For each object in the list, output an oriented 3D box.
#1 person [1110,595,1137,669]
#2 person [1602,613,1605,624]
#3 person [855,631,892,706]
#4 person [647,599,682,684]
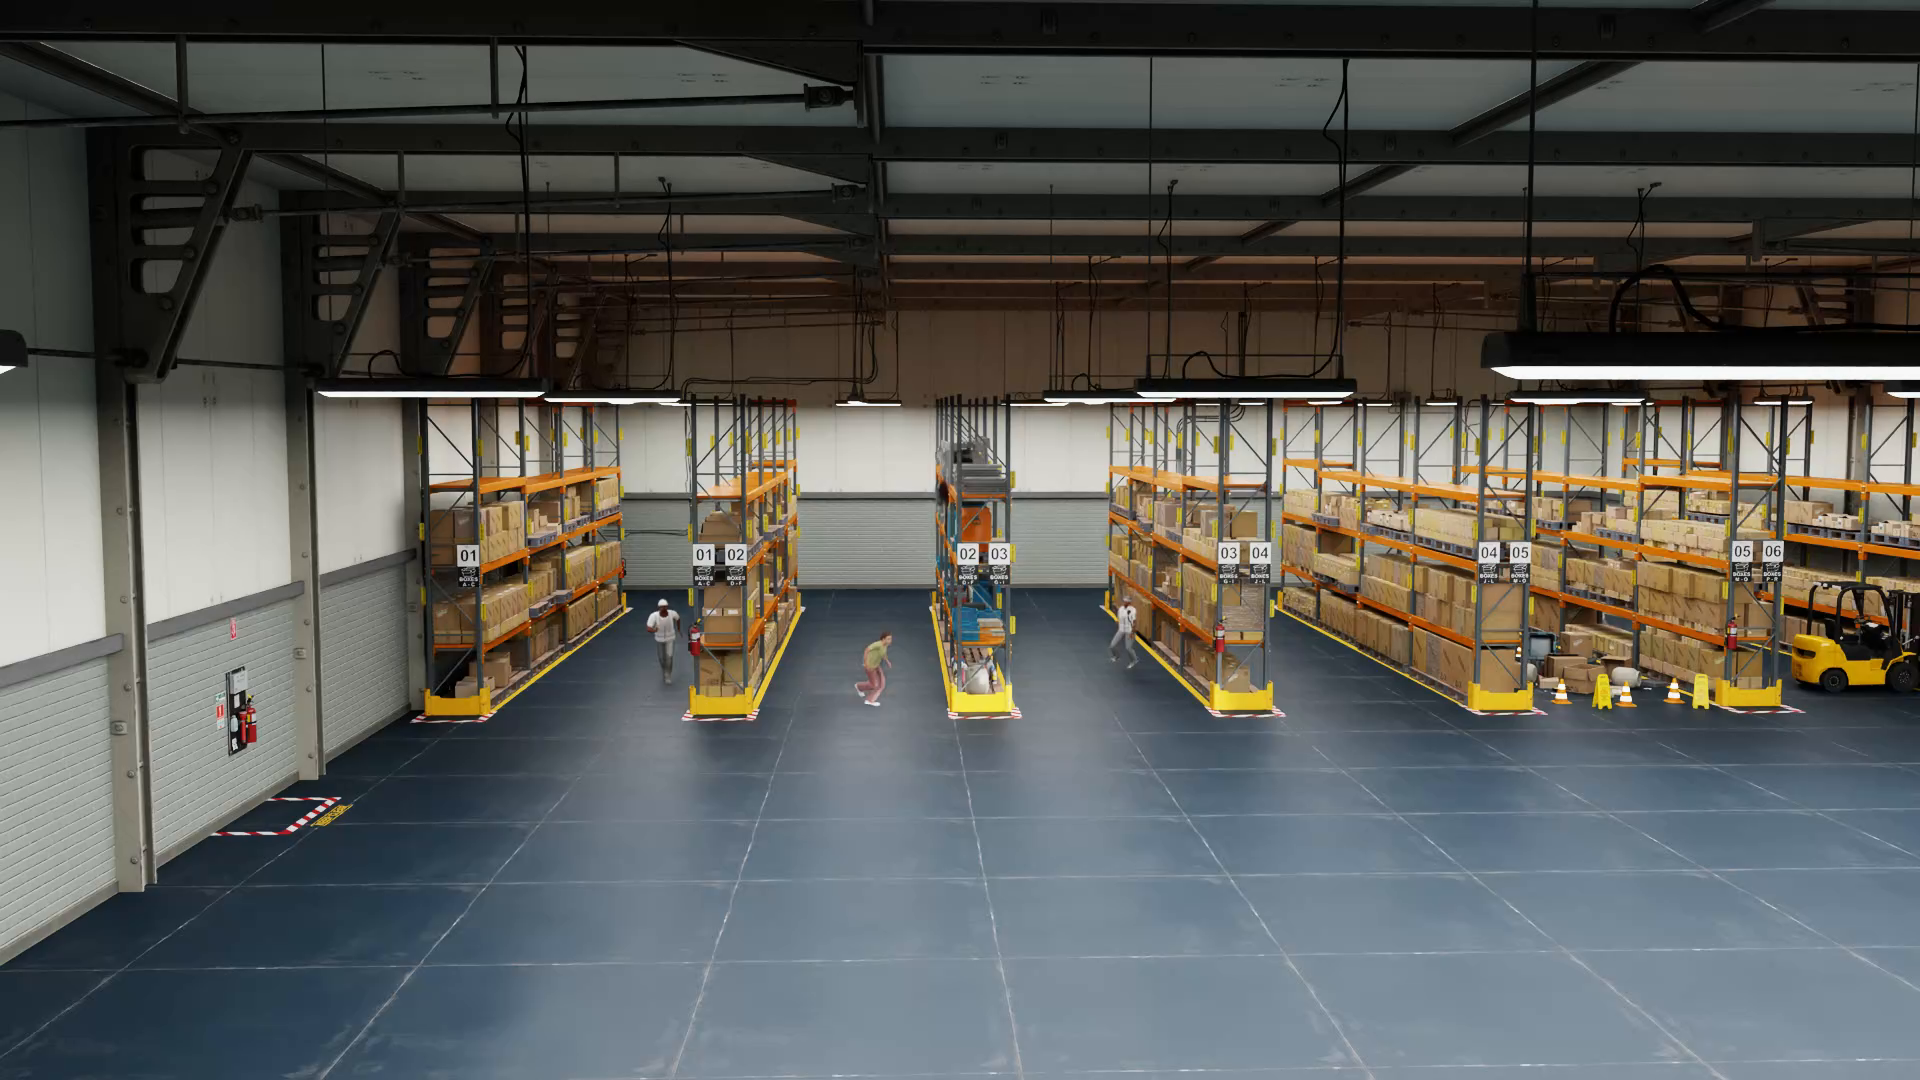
[{"bbox_3d":[3.512,1.979,35.843,0.580,1.600,0.465,3,5,31],"label":"person"},{"bbox_3d":[16.569,1.433,43.468,0.620,1.720,0.948,-1,5,-9],"label":"person"},{"bbox_3d":[-1.692,2.470,32.099,0.870,1.482,0.595,3,5,32],"label":"person"},{"bbox_3d":[-6.199,2.099,34.927,0.721,1.748,0.989,-1,5,-7],"label":"person"}]
